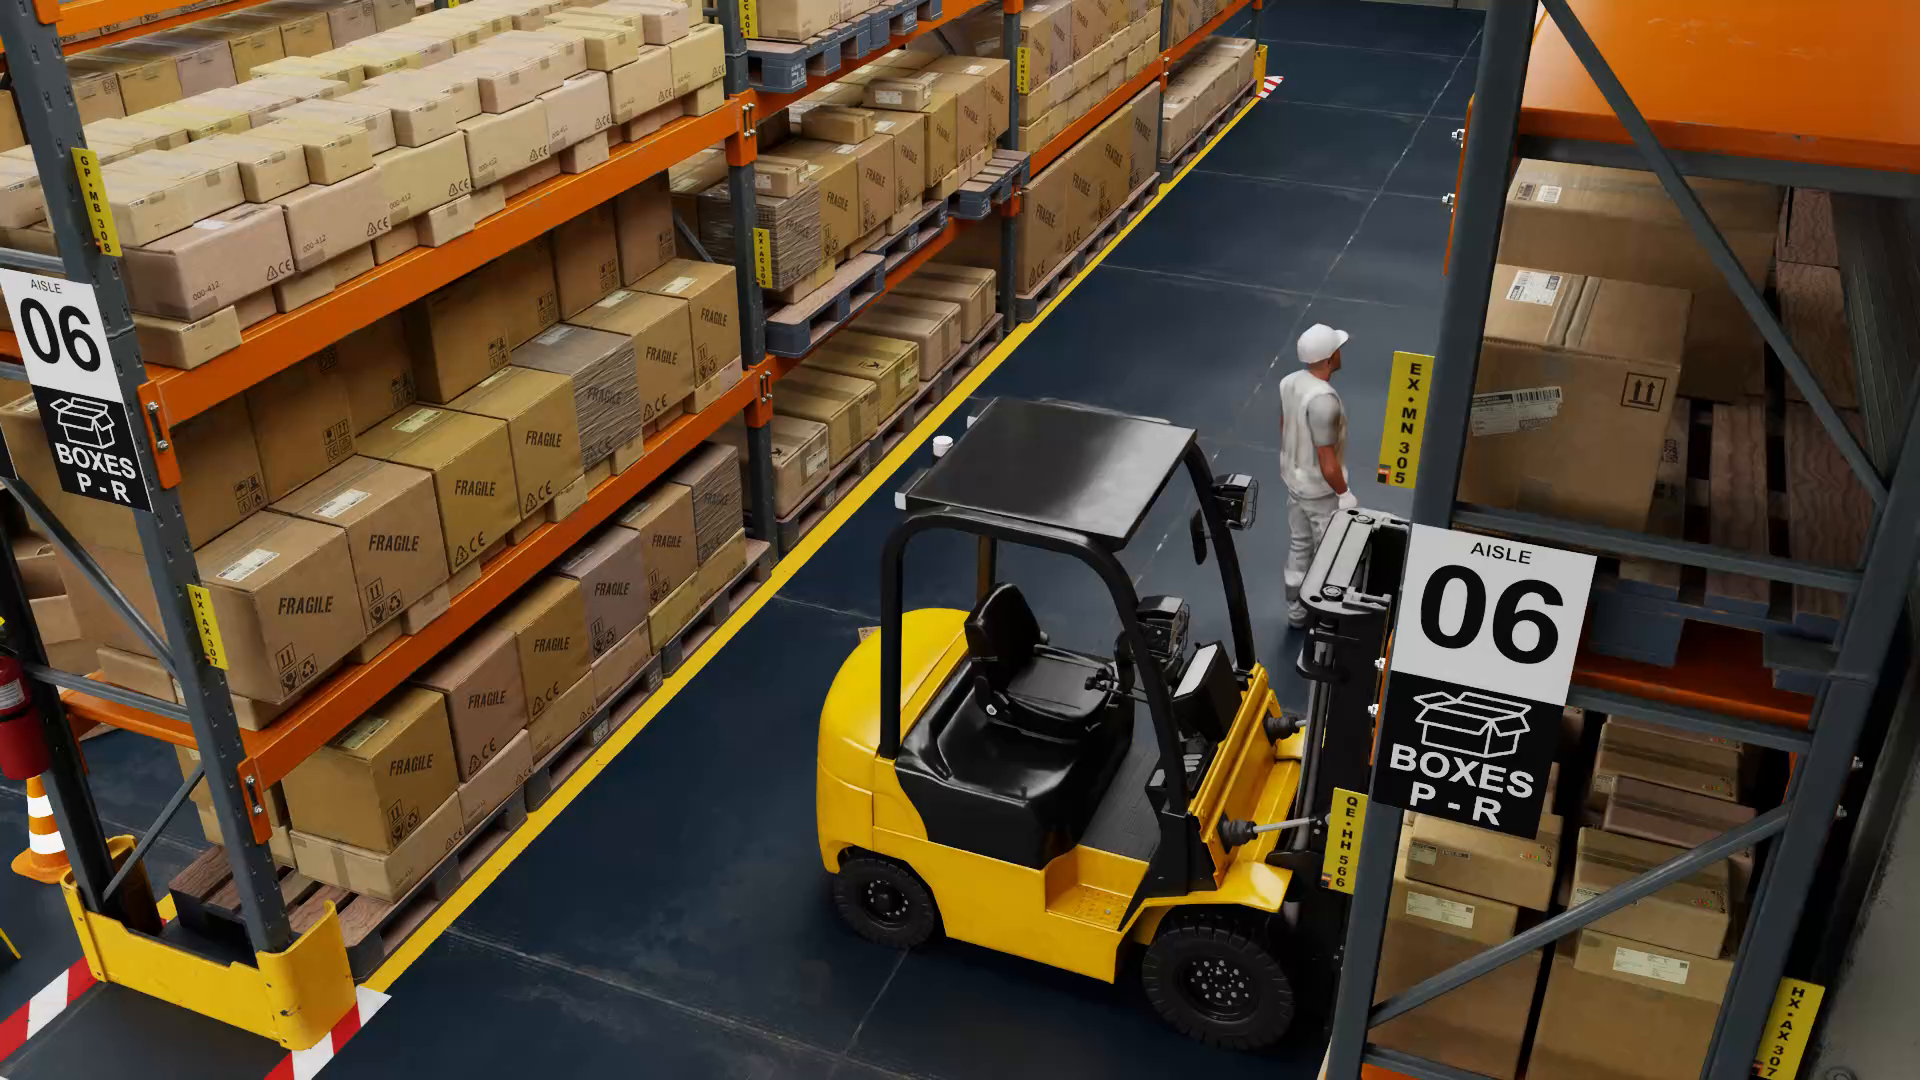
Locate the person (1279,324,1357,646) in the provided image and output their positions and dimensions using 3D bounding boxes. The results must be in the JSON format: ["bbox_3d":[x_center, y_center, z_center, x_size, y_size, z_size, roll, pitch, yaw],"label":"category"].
[{"bbox_3d":[1.982,-0.309,8.905,0.564,1.787,0.637,-7,30,-12],"label":"person"}]
